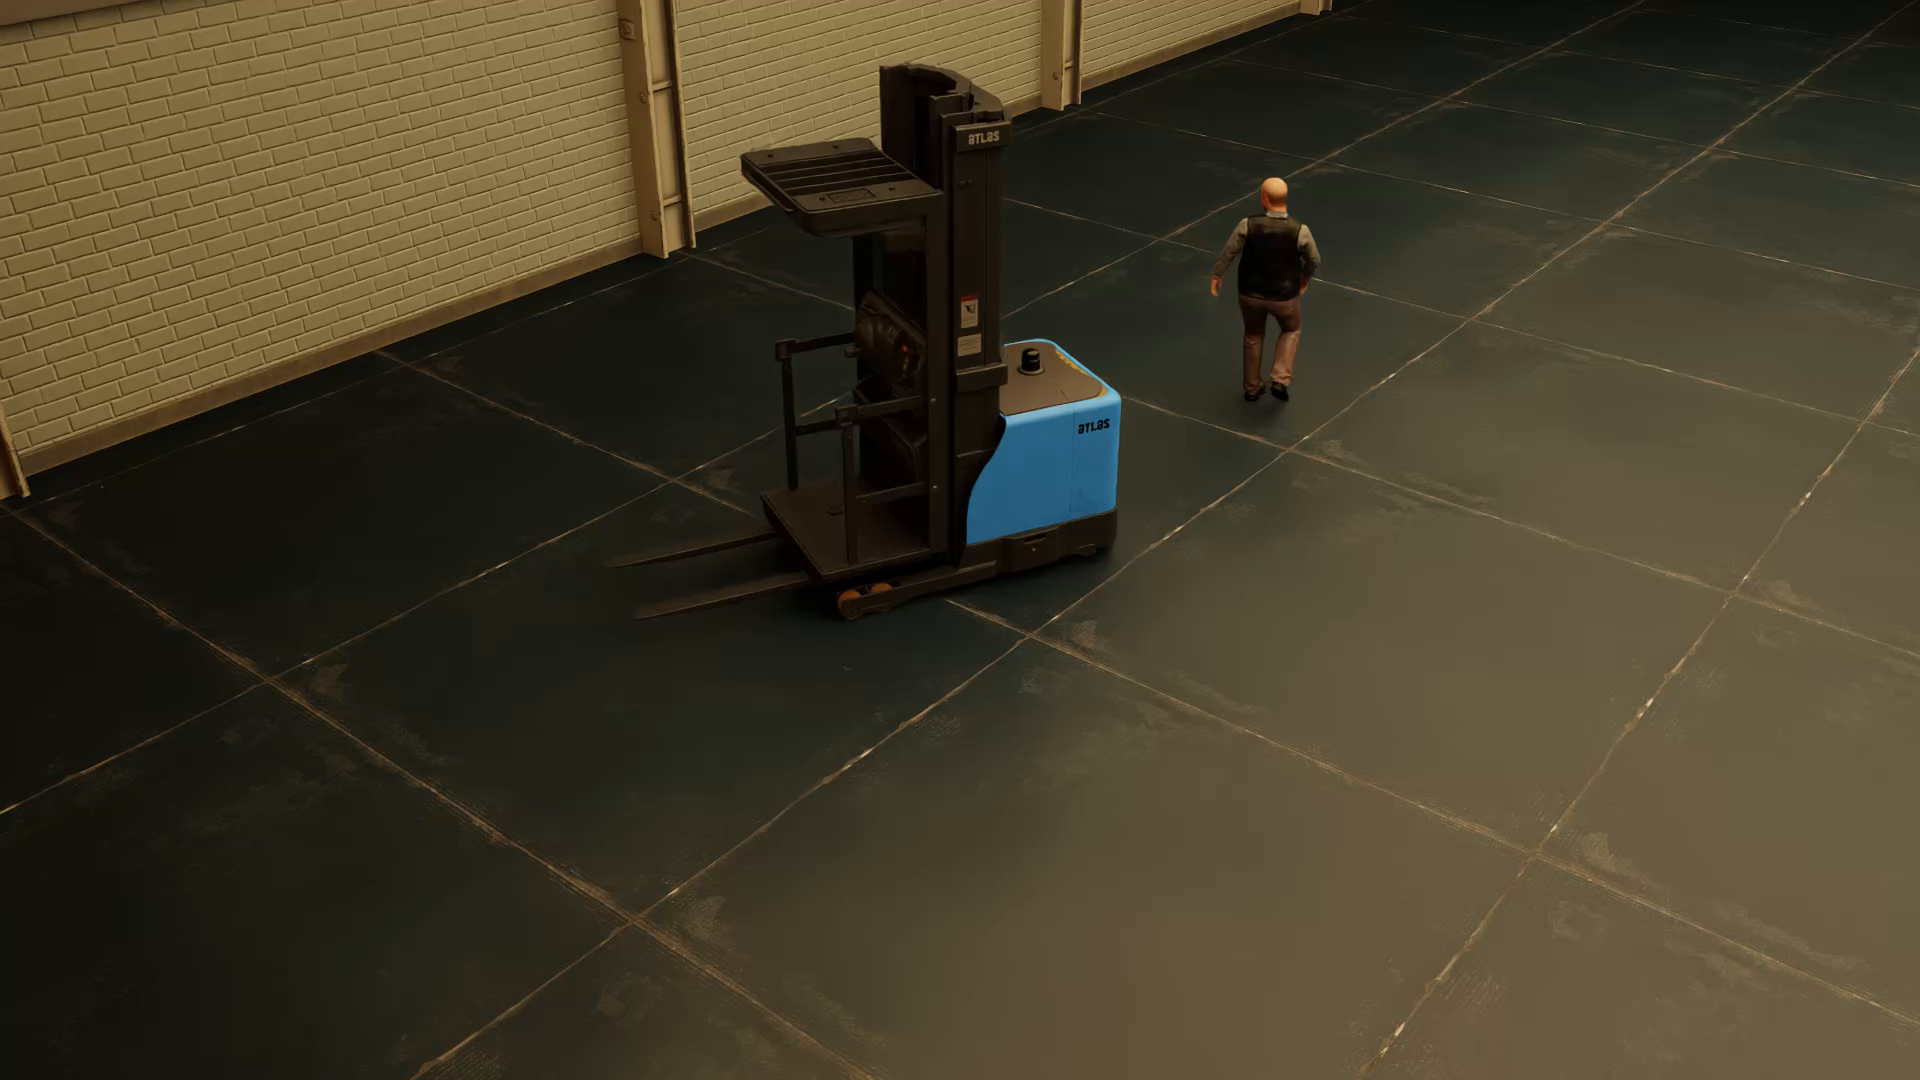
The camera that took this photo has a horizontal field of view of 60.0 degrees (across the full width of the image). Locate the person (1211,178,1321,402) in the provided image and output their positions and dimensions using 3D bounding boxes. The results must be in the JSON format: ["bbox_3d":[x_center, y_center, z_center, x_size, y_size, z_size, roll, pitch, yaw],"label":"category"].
[{"bbox_3d":[2.170,-1.782,11.885,0.760,1.688,0.481,12,32,19],"label":"person"}]

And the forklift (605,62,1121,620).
[{"bbox_3d":[-0.587,-1.106,9.487,3.031,2.935,1.130,-13,33,-21],"label":"forklift"}]
